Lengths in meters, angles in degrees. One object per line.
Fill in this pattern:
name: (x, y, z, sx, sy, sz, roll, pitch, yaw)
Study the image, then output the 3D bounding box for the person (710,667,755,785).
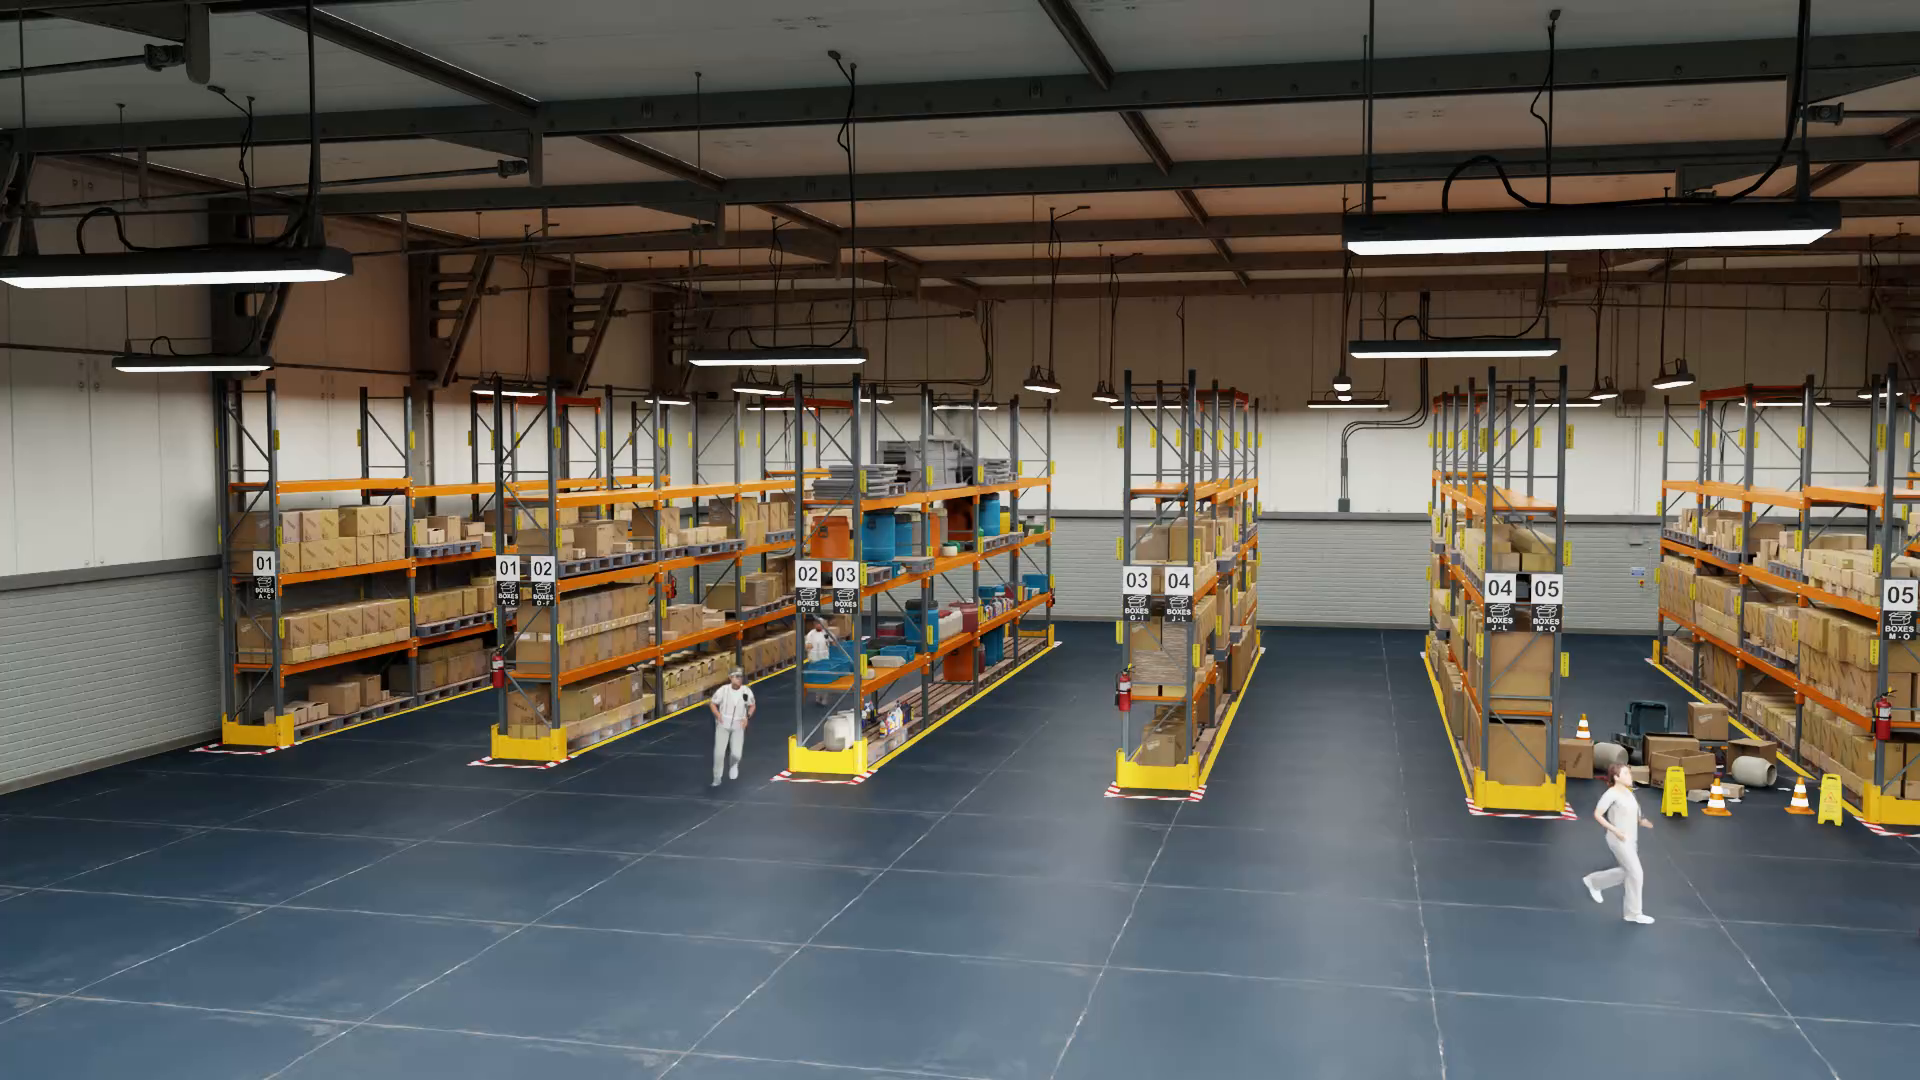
person: (-3.314, 2.701, 24.260, 0.666, 1.706, 0.580, -1, 3, -10)

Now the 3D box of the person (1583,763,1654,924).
person: (6.878, 3.138, 17.385, 0.575, 1.635, 0.802, -3, 5, -42)

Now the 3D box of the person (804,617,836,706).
person: (-2.652, 2.300, 31.413, 0.586, 1.695, 0.661, 0, 3, 6)
